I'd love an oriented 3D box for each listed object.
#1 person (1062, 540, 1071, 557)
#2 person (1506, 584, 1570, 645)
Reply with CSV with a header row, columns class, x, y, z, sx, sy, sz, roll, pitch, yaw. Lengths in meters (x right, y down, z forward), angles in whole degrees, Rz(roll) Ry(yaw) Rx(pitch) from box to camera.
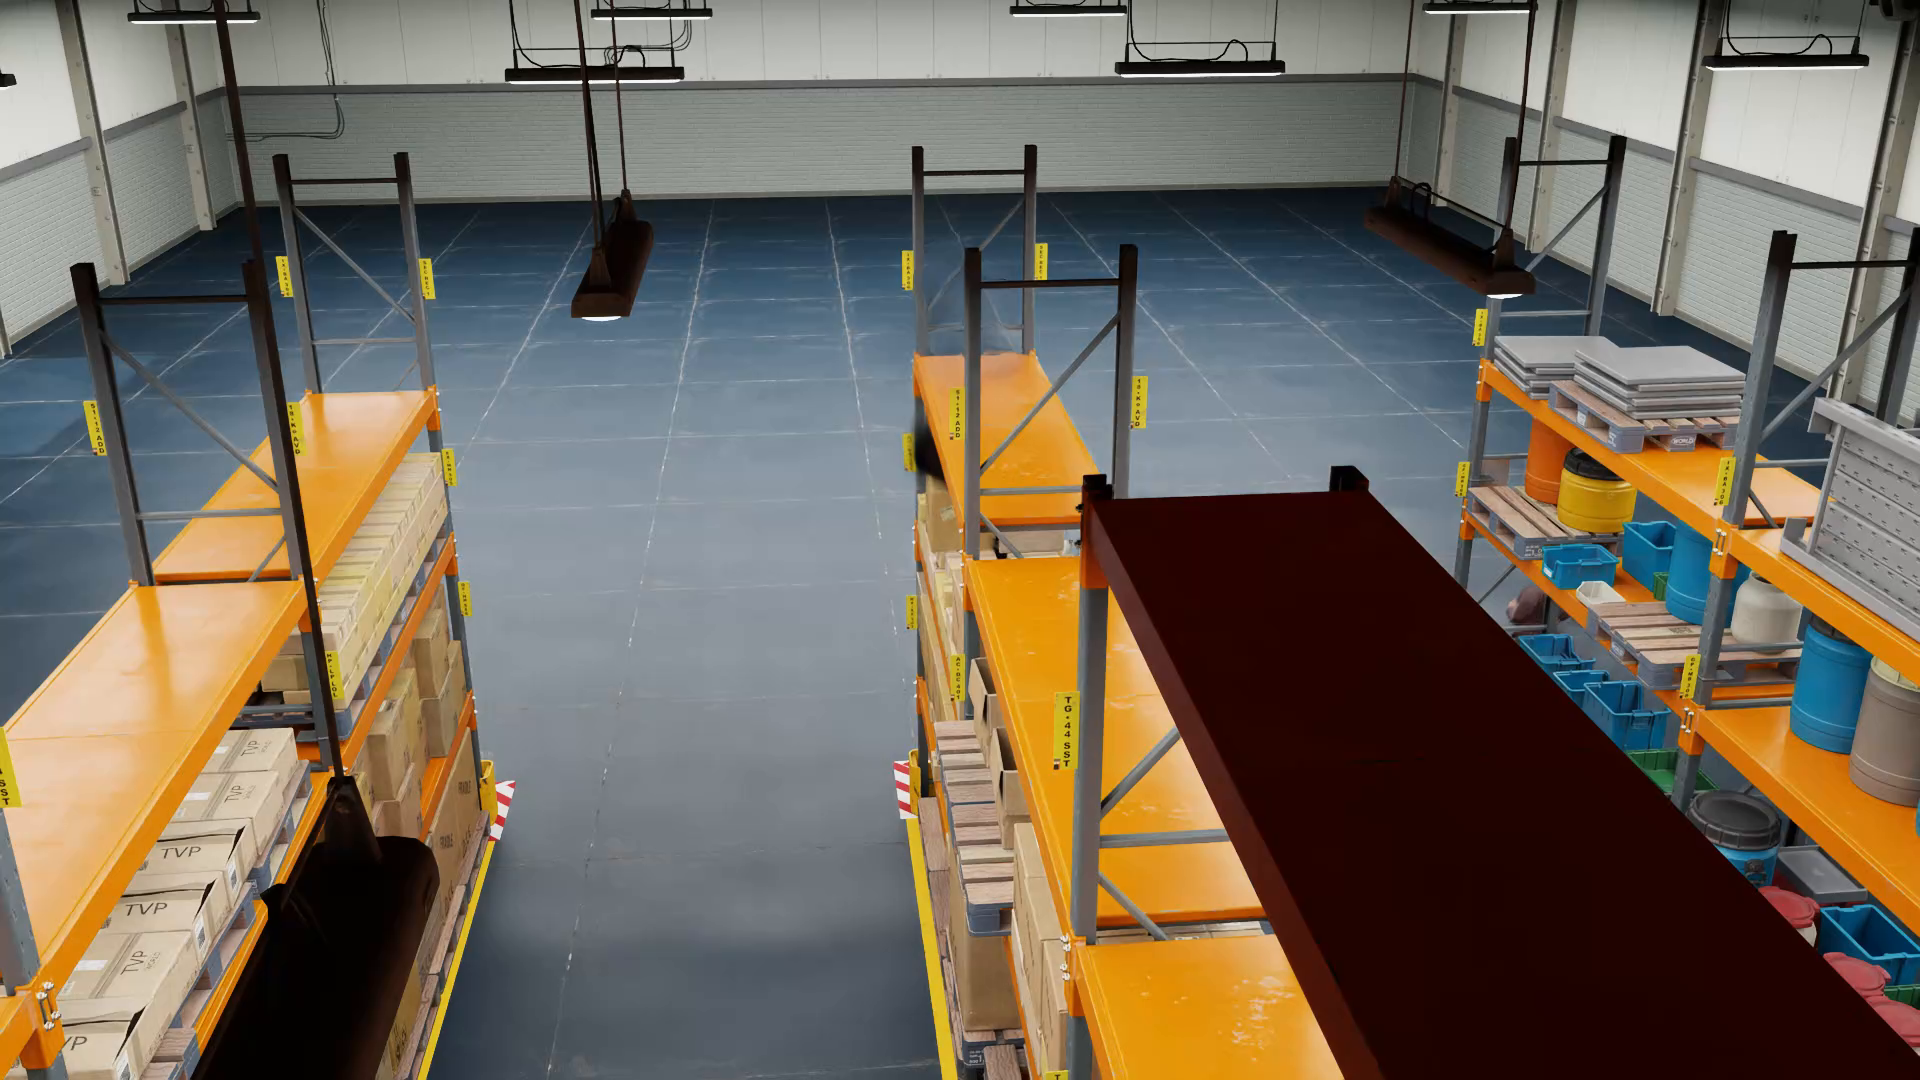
class,x,y,z,sx,sy,sz,roll,pitch,yaw
person,1.087,0.839,17.169,0.864,1.824,0.587,7,23,16
person,5.734,1.043,16.638,0.823,1.851,0.732,17,27,37
